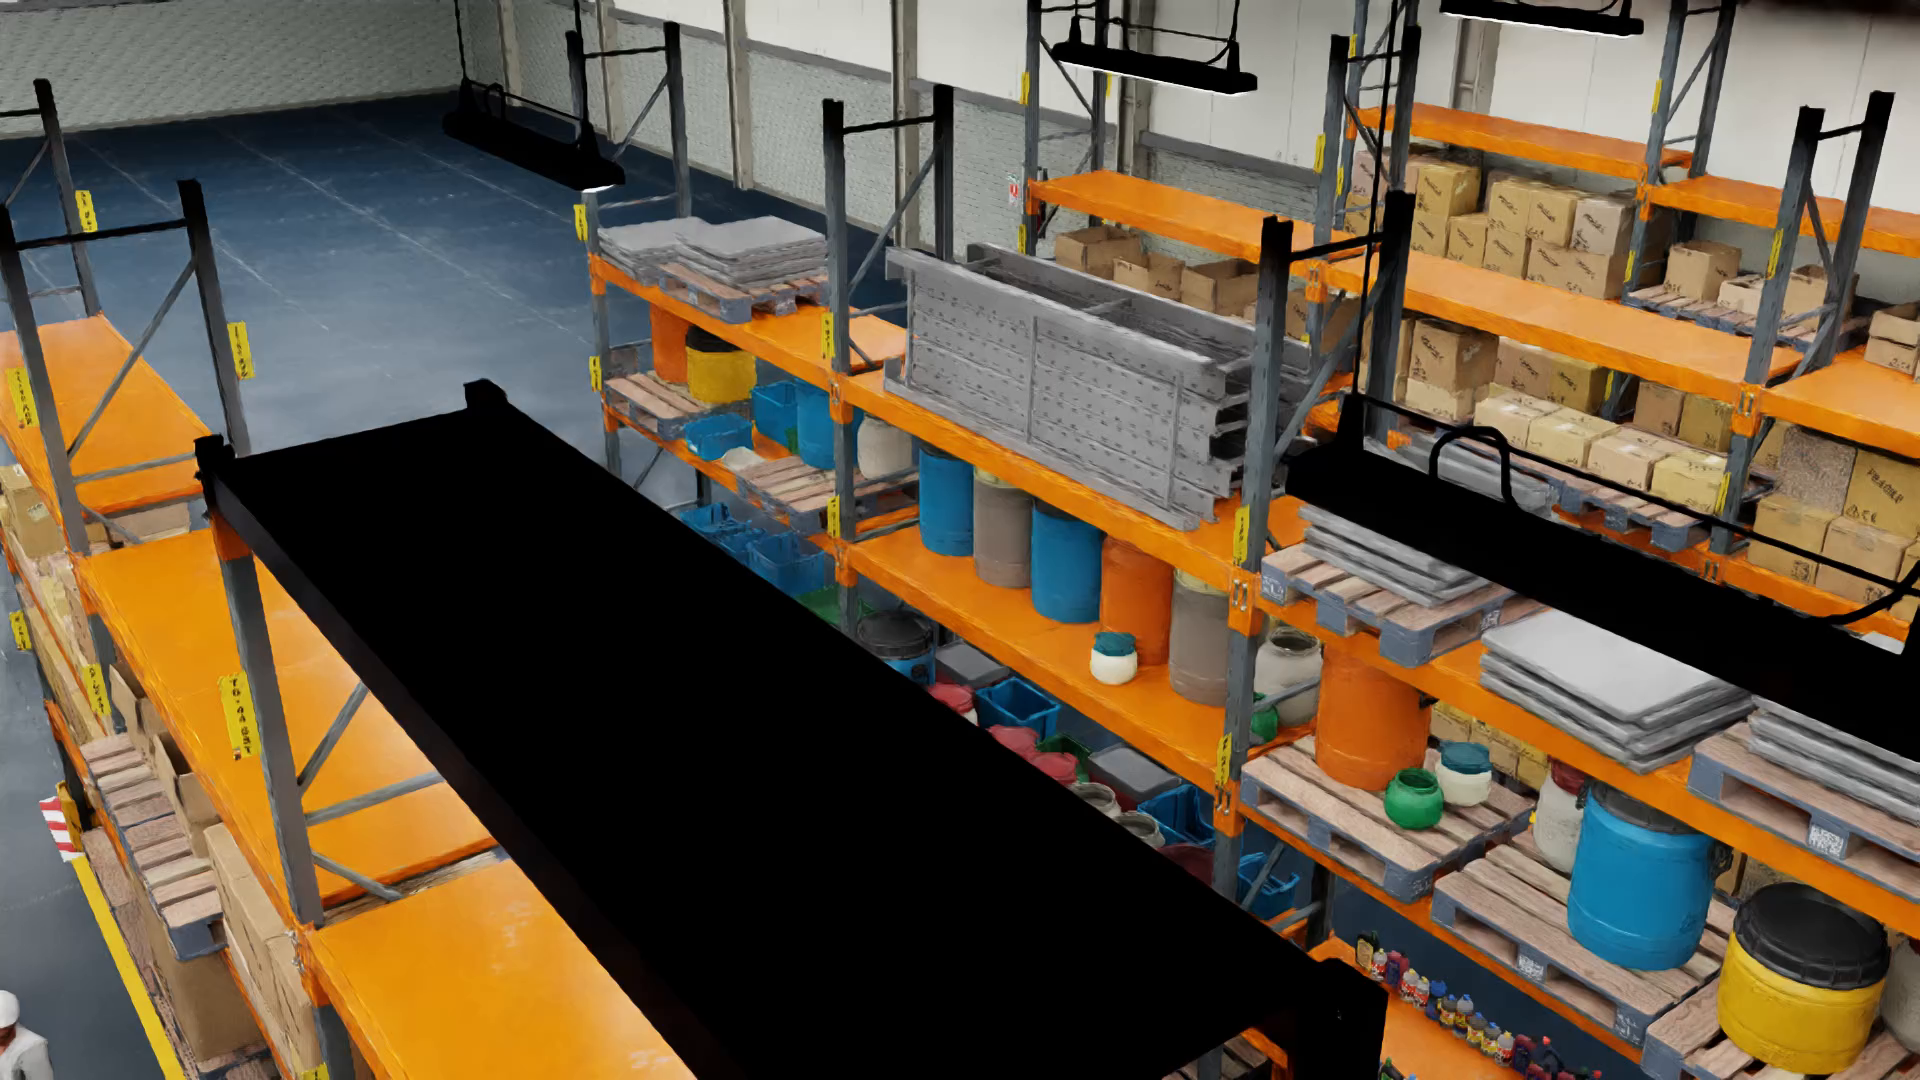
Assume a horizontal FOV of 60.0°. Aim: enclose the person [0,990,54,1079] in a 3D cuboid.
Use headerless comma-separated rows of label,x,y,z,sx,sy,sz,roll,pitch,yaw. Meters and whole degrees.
person,-5.422,3.330,9.647,0.594,1.786,0.443,10,27,21
